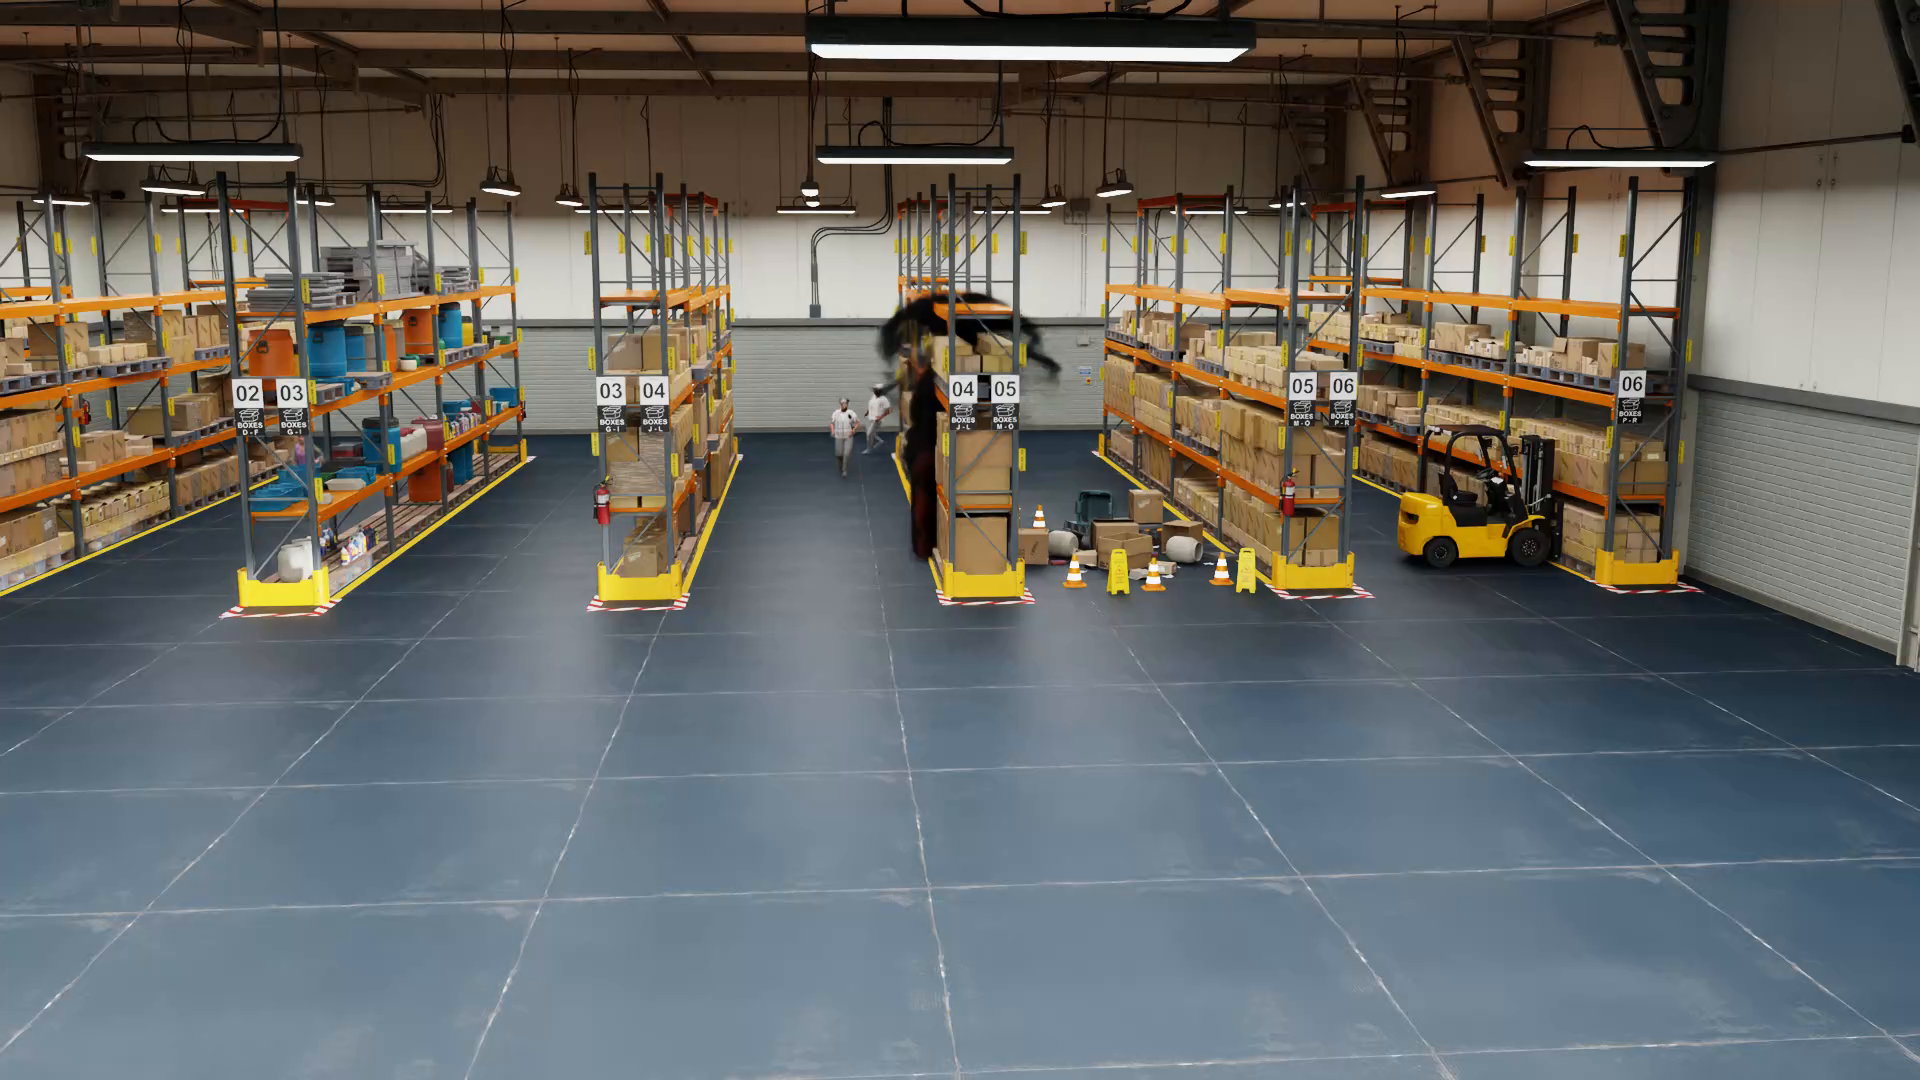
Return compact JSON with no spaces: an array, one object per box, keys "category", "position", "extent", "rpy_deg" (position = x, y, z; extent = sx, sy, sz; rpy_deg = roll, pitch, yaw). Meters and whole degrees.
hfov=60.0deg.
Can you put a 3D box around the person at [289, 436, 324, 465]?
[{"category":"person","position":[-12.283,-1.251,31.243],"extent":[0.567,1.604,0.650],"rpy_deg":[-1,10,-4]}]

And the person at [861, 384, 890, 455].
[{"category":"person","position":[-1.998,-2.940,40.426],"extent":[0.656,1.723,0.745],"rpy_deg":[-9,13,-42]}]

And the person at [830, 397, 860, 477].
[{"category":"person","position":[-2.550,-2.287,36.718],"extent":[0.672,1.745,0.598],"rpy_deg":[0,10,2]}]
